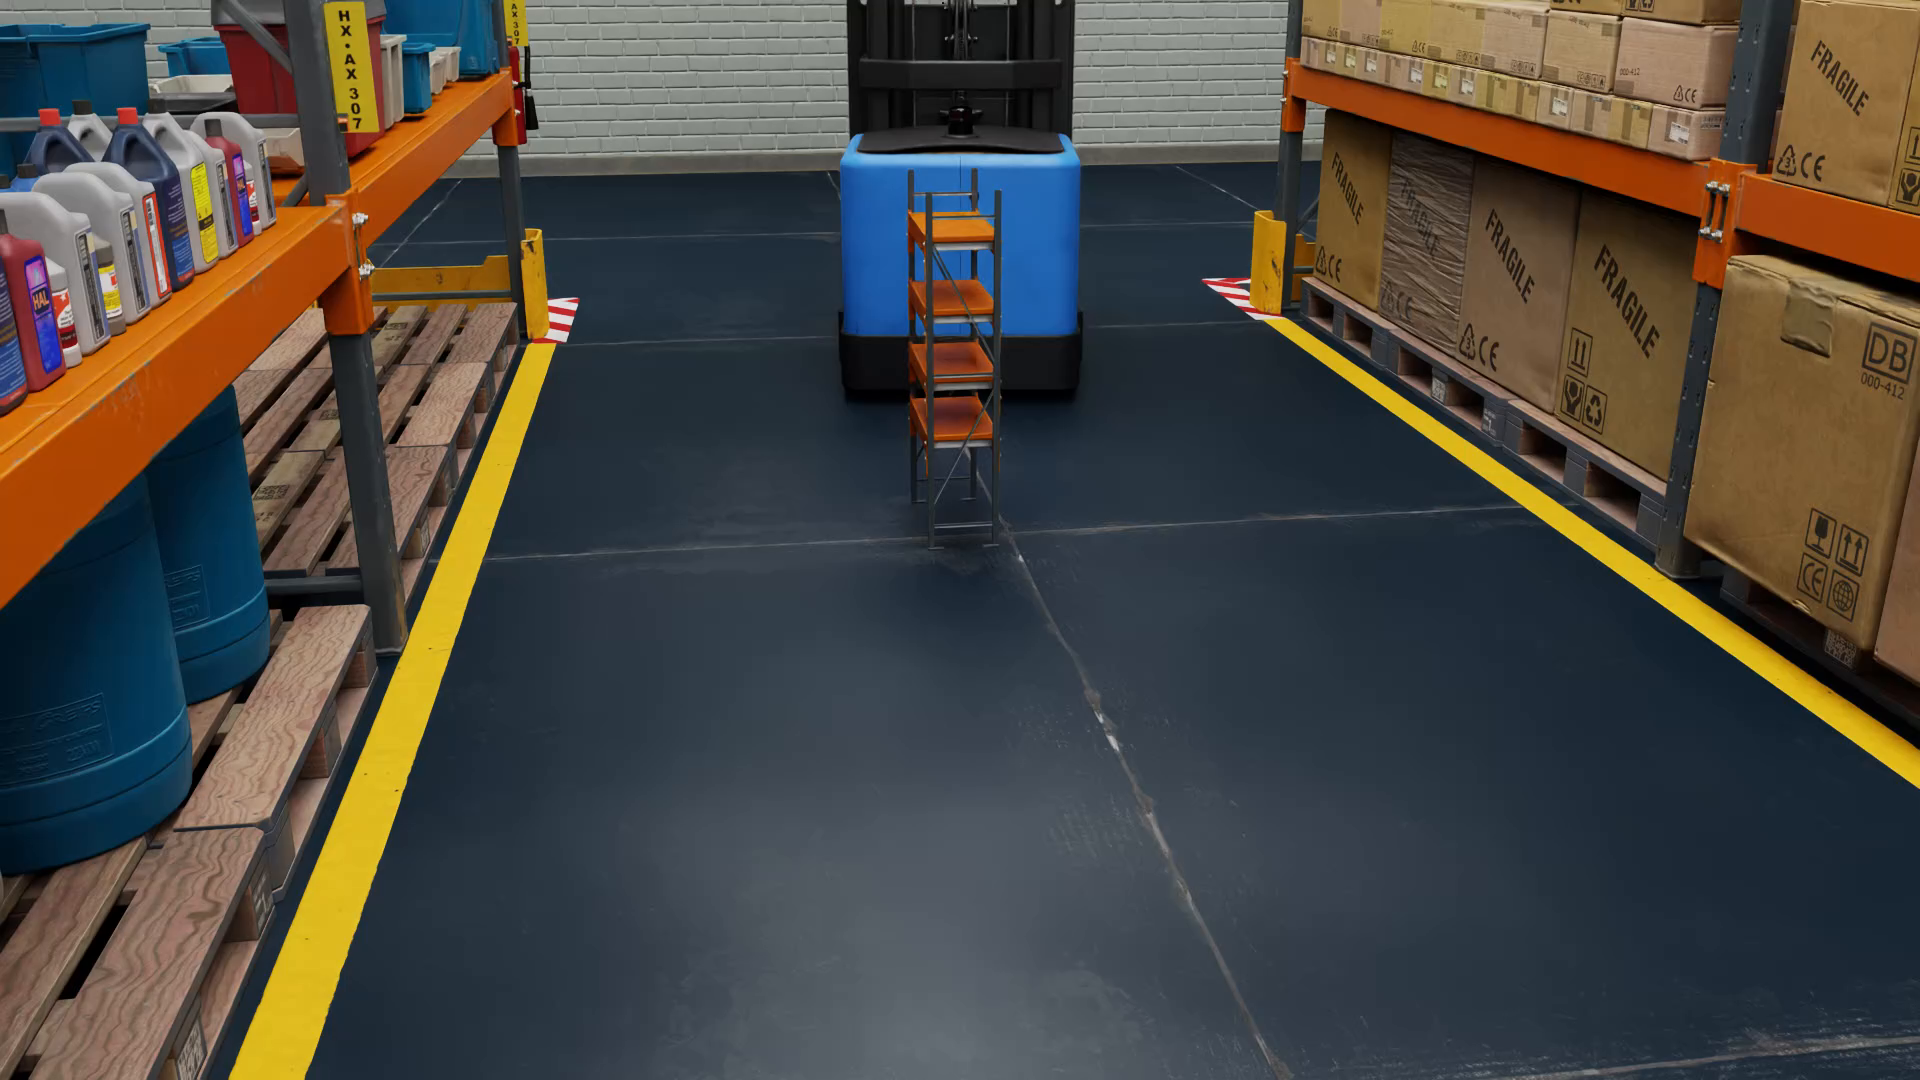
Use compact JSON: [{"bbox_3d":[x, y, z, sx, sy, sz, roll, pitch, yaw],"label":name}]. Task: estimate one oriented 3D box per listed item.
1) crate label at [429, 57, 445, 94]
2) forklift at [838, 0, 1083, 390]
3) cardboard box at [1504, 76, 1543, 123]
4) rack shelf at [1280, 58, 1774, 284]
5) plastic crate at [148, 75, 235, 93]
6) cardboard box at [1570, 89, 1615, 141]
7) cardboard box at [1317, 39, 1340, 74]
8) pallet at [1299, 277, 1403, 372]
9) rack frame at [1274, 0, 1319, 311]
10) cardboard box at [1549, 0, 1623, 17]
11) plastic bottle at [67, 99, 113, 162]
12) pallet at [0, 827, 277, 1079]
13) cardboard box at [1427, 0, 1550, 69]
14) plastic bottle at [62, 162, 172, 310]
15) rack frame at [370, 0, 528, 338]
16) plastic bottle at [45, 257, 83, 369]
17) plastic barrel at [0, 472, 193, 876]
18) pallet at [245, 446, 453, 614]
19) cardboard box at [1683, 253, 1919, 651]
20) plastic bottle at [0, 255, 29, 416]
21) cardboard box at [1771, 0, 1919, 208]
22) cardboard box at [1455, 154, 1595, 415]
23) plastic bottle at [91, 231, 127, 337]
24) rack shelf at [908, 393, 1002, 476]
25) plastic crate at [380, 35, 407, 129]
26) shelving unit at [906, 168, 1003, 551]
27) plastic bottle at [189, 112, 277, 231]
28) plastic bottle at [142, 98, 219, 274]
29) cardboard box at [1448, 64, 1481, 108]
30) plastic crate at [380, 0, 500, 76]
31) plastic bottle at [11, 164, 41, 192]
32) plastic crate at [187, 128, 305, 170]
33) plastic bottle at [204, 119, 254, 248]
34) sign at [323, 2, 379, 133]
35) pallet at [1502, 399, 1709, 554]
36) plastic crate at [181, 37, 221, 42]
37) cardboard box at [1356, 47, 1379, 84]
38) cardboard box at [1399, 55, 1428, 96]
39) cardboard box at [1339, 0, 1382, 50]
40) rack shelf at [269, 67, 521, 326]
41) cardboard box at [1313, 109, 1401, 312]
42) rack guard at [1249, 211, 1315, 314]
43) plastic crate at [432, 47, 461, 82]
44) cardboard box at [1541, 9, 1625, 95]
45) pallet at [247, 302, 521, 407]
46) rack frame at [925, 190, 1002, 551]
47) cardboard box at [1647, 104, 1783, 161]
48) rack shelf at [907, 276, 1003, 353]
[{"bbox_3d":[-2.308,-1.886,6.770,0.396,0.136,0.243,-3,21,-8],"label":"crate label"},{"bbox_3d":[0.004,-2.492,8.199,1.130,2.935,3.031,0,20,0],"label":"forklift"},{"bbox_3d":[2.264,-1.643,6.188,0.380,0.149,0.250,-3,21,-7],"label":"cardboard box"},{"bbox_3d":[2.493,-1.671,6.932,1.077,0.370,4.000,-3,21,-8],"label":"rack shelf"},{"bbox_3d":[-2.669,-1.558,5.892,0.293,0.136,0.466,-3,21,-8],"label":"plastic crate"},{"bbox_3d":[2.339,-1.465,5.711,0.380,0.149,0.250,-3,21,-9],"label":"cardboard box"},{"bbox_3d":[1.967,-2.355,8.093,0.380,0.149,0.250,-3,21,-9],"label":"cardboard box"},{"bbox_3d":[2.397,-1.121,8.417,1.003,0.211,1.213,-3,21,-8],"label":"pallet"},{"bbox_3d":[2.204,-2.701,8.660,1.000,3.000,0.127,-3,21,-8],"label":"rack frame"},{"bbox_3d":[2.382,-2.056,5.650,0.500,0.500,0.500,-3,21,-7],"label":"cardboard box"},{"bbox_3d":[-1.807,-0.734,3.464,0.144,0.351,0.185,-3,21,-8],"label":"plastic bottle"},{"bbox_3d":[-1.871,0.933,2.917,1.003,0.211,1.213,-3,21,-8],"label":"pallet"},{"bbox_3d":[2.237,-2.056,6.722,0.500,0.250,0.500,-3,21,-9],"label":"cardboard box"},{"bbox_3d":[-1.618,-0.587,3.177,0.152,0.276,0.135,-3,21,-8],"label":"plastic bottle"},{"bbox_3d":[-2.697,-2.451,7.991,1.000,3.000,0.127,-3,21,-8],"label":"rack frame"},{"bbox_3d":[-1.522,-0.386,2.746,0.097,0.201,0.097,0,20,0],"label":"plastic bottle"},{"bbox_3d":[-1.957,0.155,3.414,0.600,0.901,0.708,-3,21,-8],"label":"plastic barrel"},{"bbox_3d":[-2.265,-0.012,5.447,1.003,0.211,1.213,-3,21,-8],"label":"pallet"},{"bbox_3d":[2.893,-0.297,4.660,1.225,0.875,0.875,-3,21,-8],"label":"cardboard box"},{"bbox_3d":[-1.505,-0.360,2.463,0.144,0.351,0.185,-3,21,-8],"label":"plastic bottle"},{"bbox_3d":[2.600,-1.191,4.474,0.500,0.500,0.500,-3,21,-8],"label":"cardboard box"},{"bbox_3d":[2.635,-1.061,6.707,0.875,0.875,0.875,-3,21,-8],"label":"cardboard box"},{"bbox_3d":[-1.555,-0.466,2.961,0.097,0.201,0.097,0,20,0],"label":"plastic bottle"},{"bbox_3d":[-0.024,-0.370,5.753,0.258,0.148,0.480,-3,21,-8],"label":"rack shelf"},{"bbox_3d":[-2.158,-1.577,5.734,0.437,0.282,0.530,-3,21,-8],"label":"plastic crate"},{"bbox_3d":[-0.024,-0.619,5.660,0.258,1.200,0.503,-3,21,-8],"label":"shelving unit"},{"bbox_3d":[-1.744,-0.888,3.983,0.152,0.276,0.135,-3,21,-8],"label":"plastic bottle"},{"bbox_3d":[-1.664,-0.741,3.484,0.144,0.351,0.185,-3,21,-8],"label":"plastic bottle"},{"bbox_3d":[2.192,-1.820,6.662,0.380,0.149,0.250,-3,21,-7],"label":"cardboard box"},{"bbox_3d":[-2.464,-2.389,7.689,0.616,0.435,0.499,-3,21,-8],"label":"plastic crate"},{"bbox_3d":[-1.739,-0.572,3.144,0.097,0.271,0.097,0,20,0],"label":"plastic bottle"},{"bbox_3d":[-2.046,-1.139,4.769,0.396,0.136,0.243,-3,21,-8],"label":"plastic crate"},{"bbox_3d":[-1.665,-0.813,3.773,0.061,0.283,0.133,-3,21,-8],"label":"plastic bottle"},{"bbox_3d":[-1.576,-1.223,4.307,0.100,0.325,0.005,-3,21,-8],"label":"sign"},{"bbox_3d":[2.749,-0.277,6.155,1.003,0.211,1.213,-3,21,-8],"label":"pallet"},{"bbox_3d":[-2.797,-1.843,6.516,0.416,0.233,0.300,-3,21,-8],"label":"plastic crate"},{"bbox_3d":[2.043,-2.176,7.614,0.380,0.149,0.250,-3,21,-9],"label":"cardboard box"},{"bbox_3d":[2.117,-1.998,7.139,0.380,0.149,0.250,-3,21,-8],"label":"cardboard box"},{"bbox_3d":[2.088,-2.410,7.672,0.500,0.250,0.500,-3,21,-8],"label":"cardboard box"},{"bbox_3d":[-2.409,-1.421,6.263,1.077,0.370,4.000,-3,21,-8],"label":"rack shelf"},{"bbox_3d":[2.376,-1.685,8.376,0.875,0.875,0.875,-3,21,-8],"label":"cardboard box"},{"bbox_3d":[2.201,-1.538,9.120,1.175,0.500,0.348,-3,21,-8],"label":"rack guard"},{"bbox_3d":[-2.400,-2.082,7.295,0.396,0.136,0.243,-3,21,-8],"label":"plastic crate"},{"bbox_3d":[2.381,-1.704,5.779,0.500,0.250,0.500,-2,21,-6],"label":"cardboard box"},{"bbox_3d":[-2.616,-0.857,7.709,1.003,0.211,1.213,-3,21,-8],"label":"pallet"},{"bbox_3d":[0.011,-0.535,5.433,0.240,1.200,0.015,-3,21,-8],"label":"rack frame"},{"bbox_3d":[2.413,-1.287,5.234,0.380,0.149,0.250,-3,21,-7],"label":"cardboard box"},{"bbox_3d":[-0.024,-0.766,5.605,0.258,0.148,0.480,-3,21,-8],"label":"rack shelf"}]
